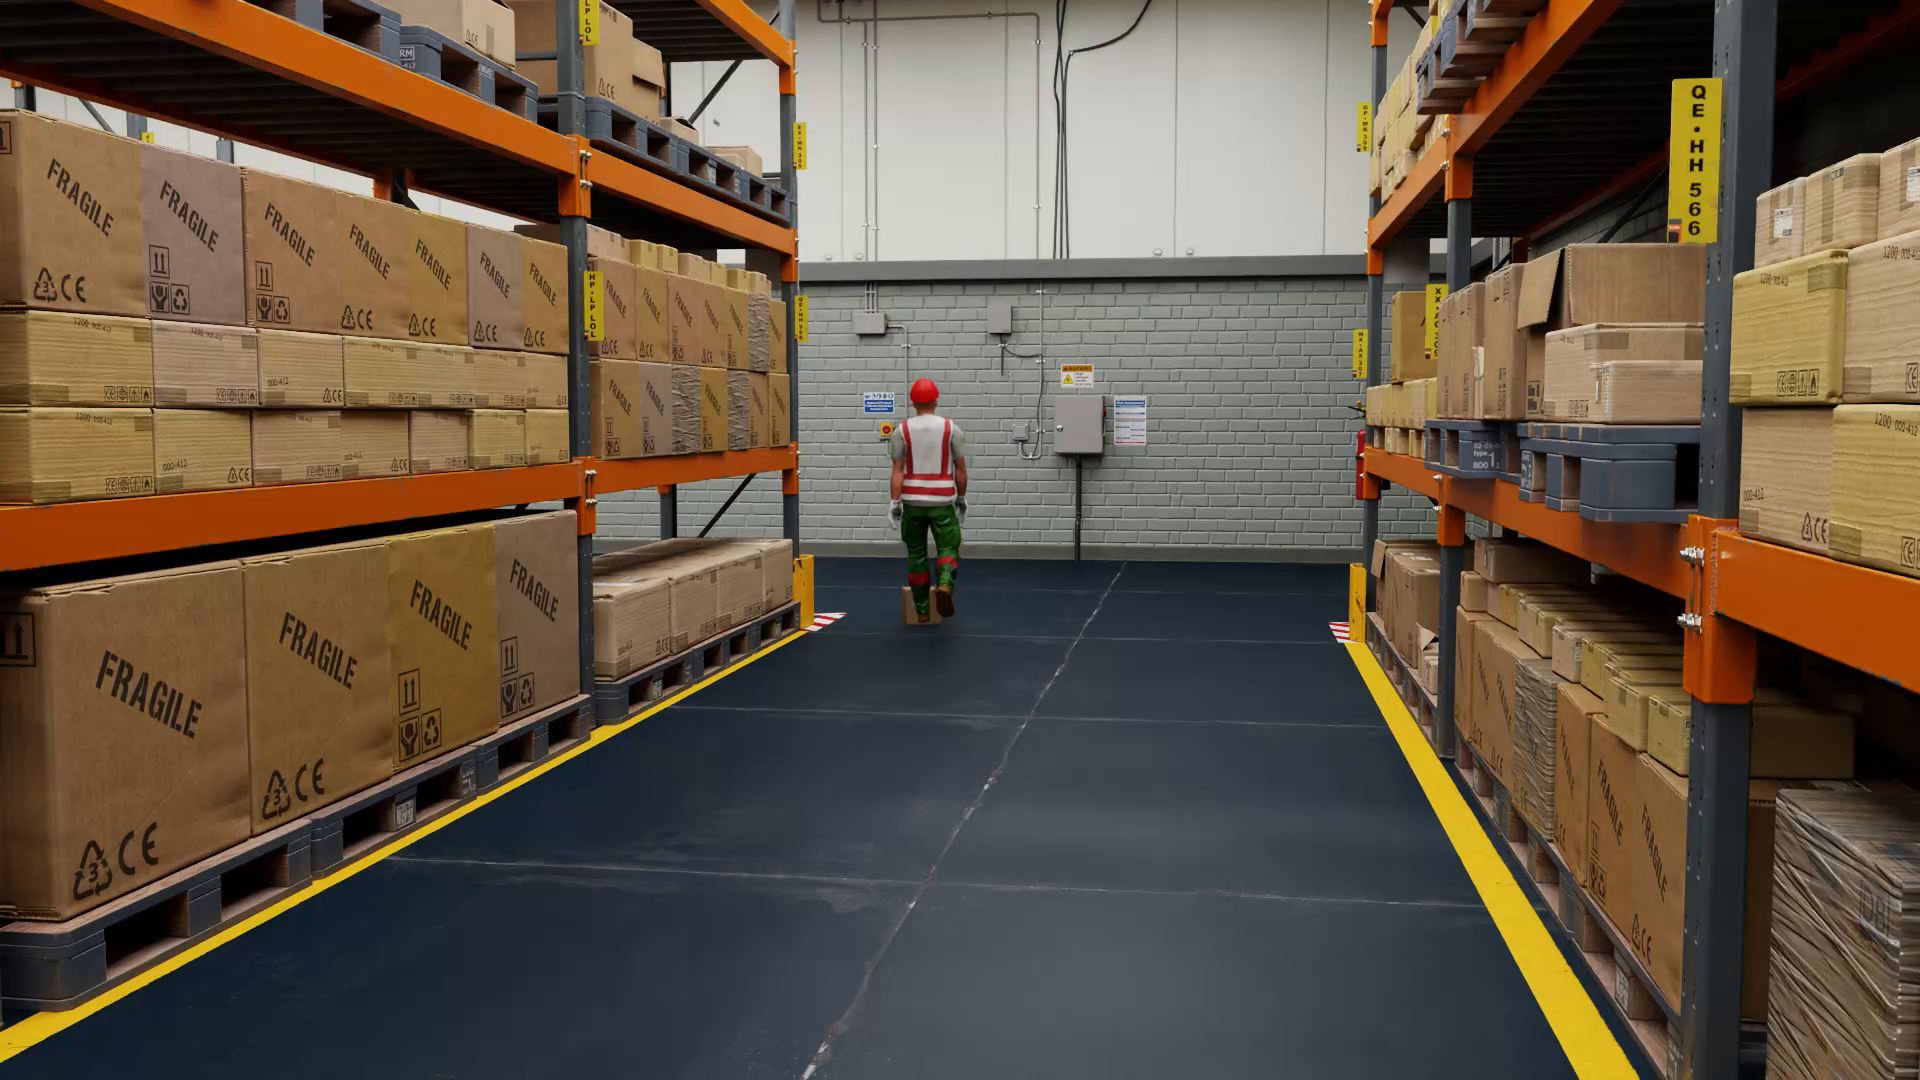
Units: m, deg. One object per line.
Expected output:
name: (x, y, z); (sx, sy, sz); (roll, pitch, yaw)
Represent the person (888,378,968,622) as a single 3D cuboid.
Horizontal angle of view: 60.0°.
person: (-0.226, -0.273, 11.858); (0.566, 1.760, 0.841); (0, 4, 1)
